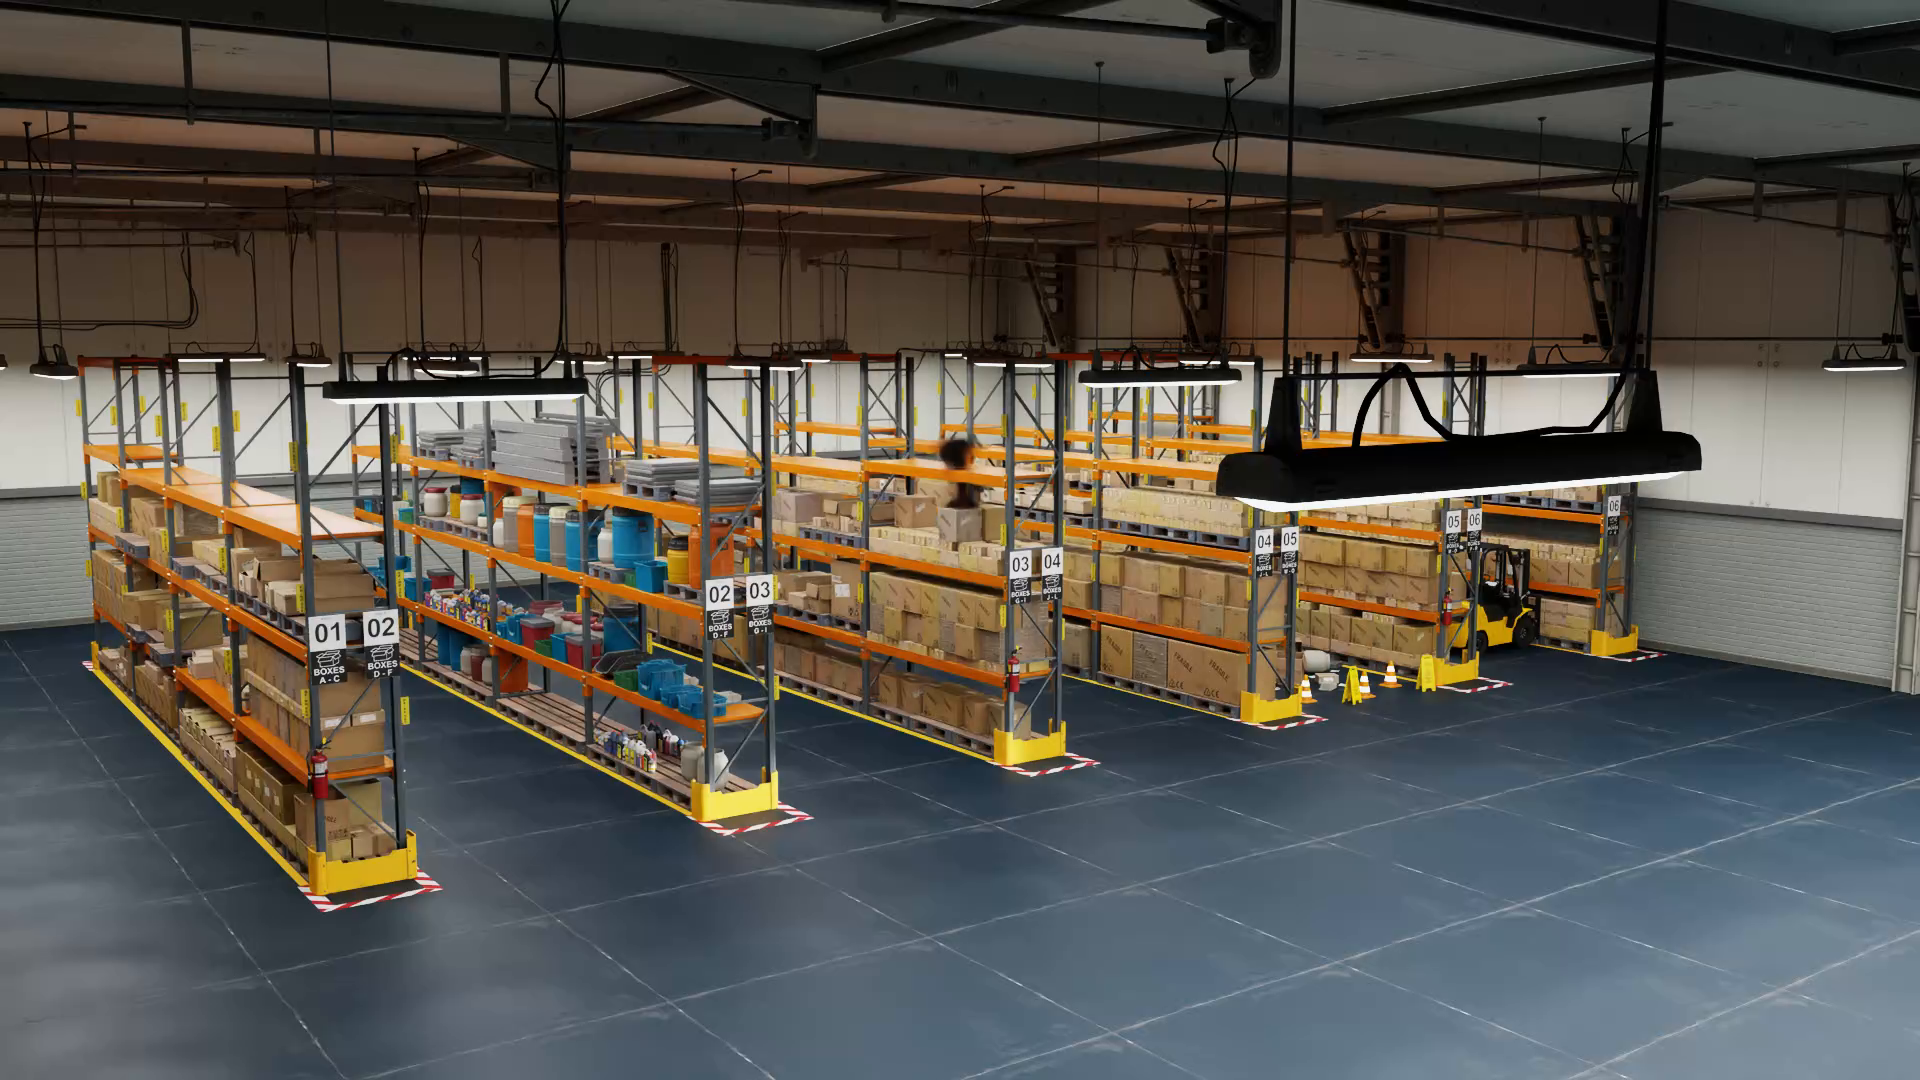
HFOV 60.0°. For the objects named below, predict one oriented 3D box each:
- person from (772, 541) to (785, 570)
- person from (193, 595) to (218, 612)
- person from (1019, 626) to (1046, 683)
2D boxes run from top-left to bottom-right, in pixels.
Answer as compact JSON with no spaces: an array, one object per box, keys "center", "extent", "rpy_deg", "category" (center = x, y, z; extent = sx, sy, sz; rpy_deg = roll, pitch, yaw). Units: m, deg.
[{"center":[-4.695,0.381,42.185],"extent":[0.605,1.696,0.827],"rpy_deg":[3,8,26],"category":"person"},{"center":[-15.041,1.442,33.166],"extent":[0.939,1.787,0.650],"rpy_deg":[4,8,27],"category":"person"},{"center":[1.265,1.801,30.511],"extent":[0.728,1.700,0.640],"rpy_deg":[6,9,39],"category":"person"}]
